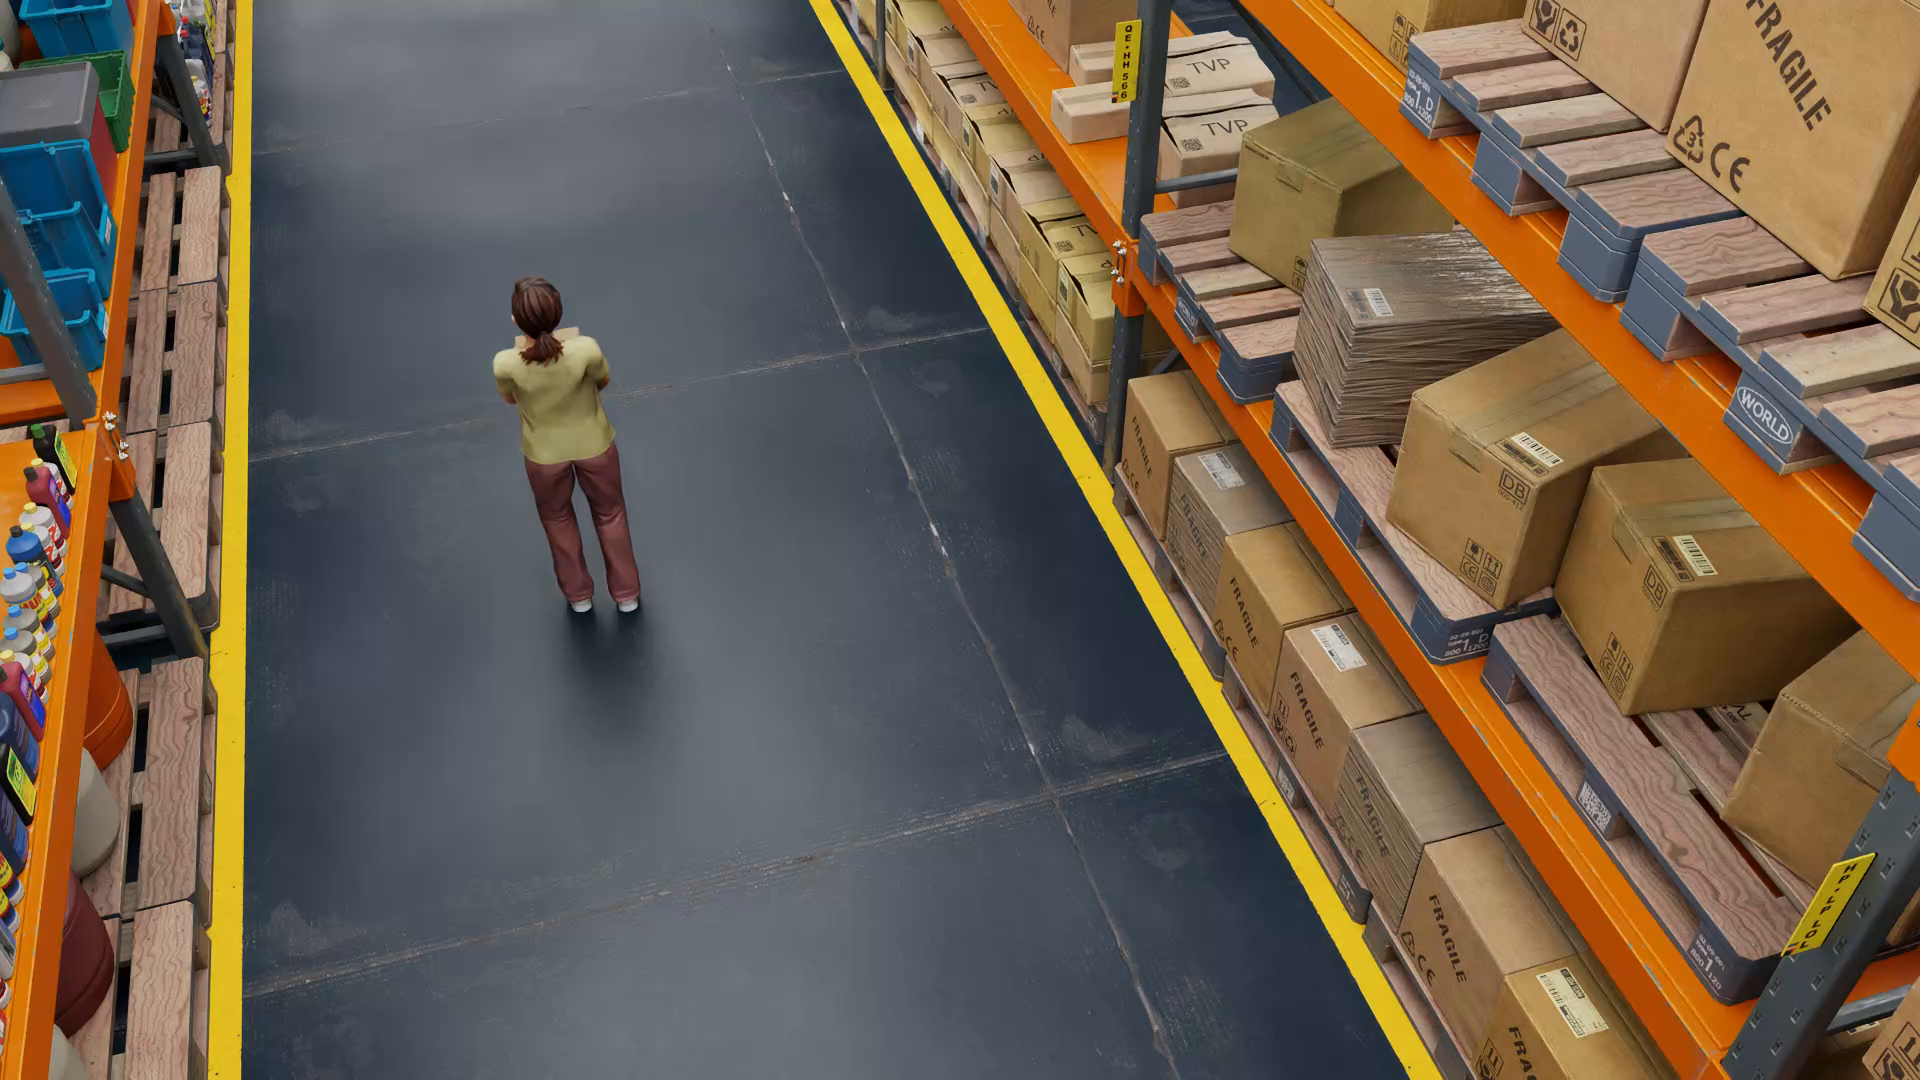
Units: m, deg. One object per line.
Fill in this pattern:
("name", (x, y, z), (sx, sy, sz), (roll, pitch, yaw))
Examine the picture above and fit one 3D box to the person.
("person", (-1.563, -0.396, 6.605), (0.425, 1.663, 0.560), (-11, 44, -12))
